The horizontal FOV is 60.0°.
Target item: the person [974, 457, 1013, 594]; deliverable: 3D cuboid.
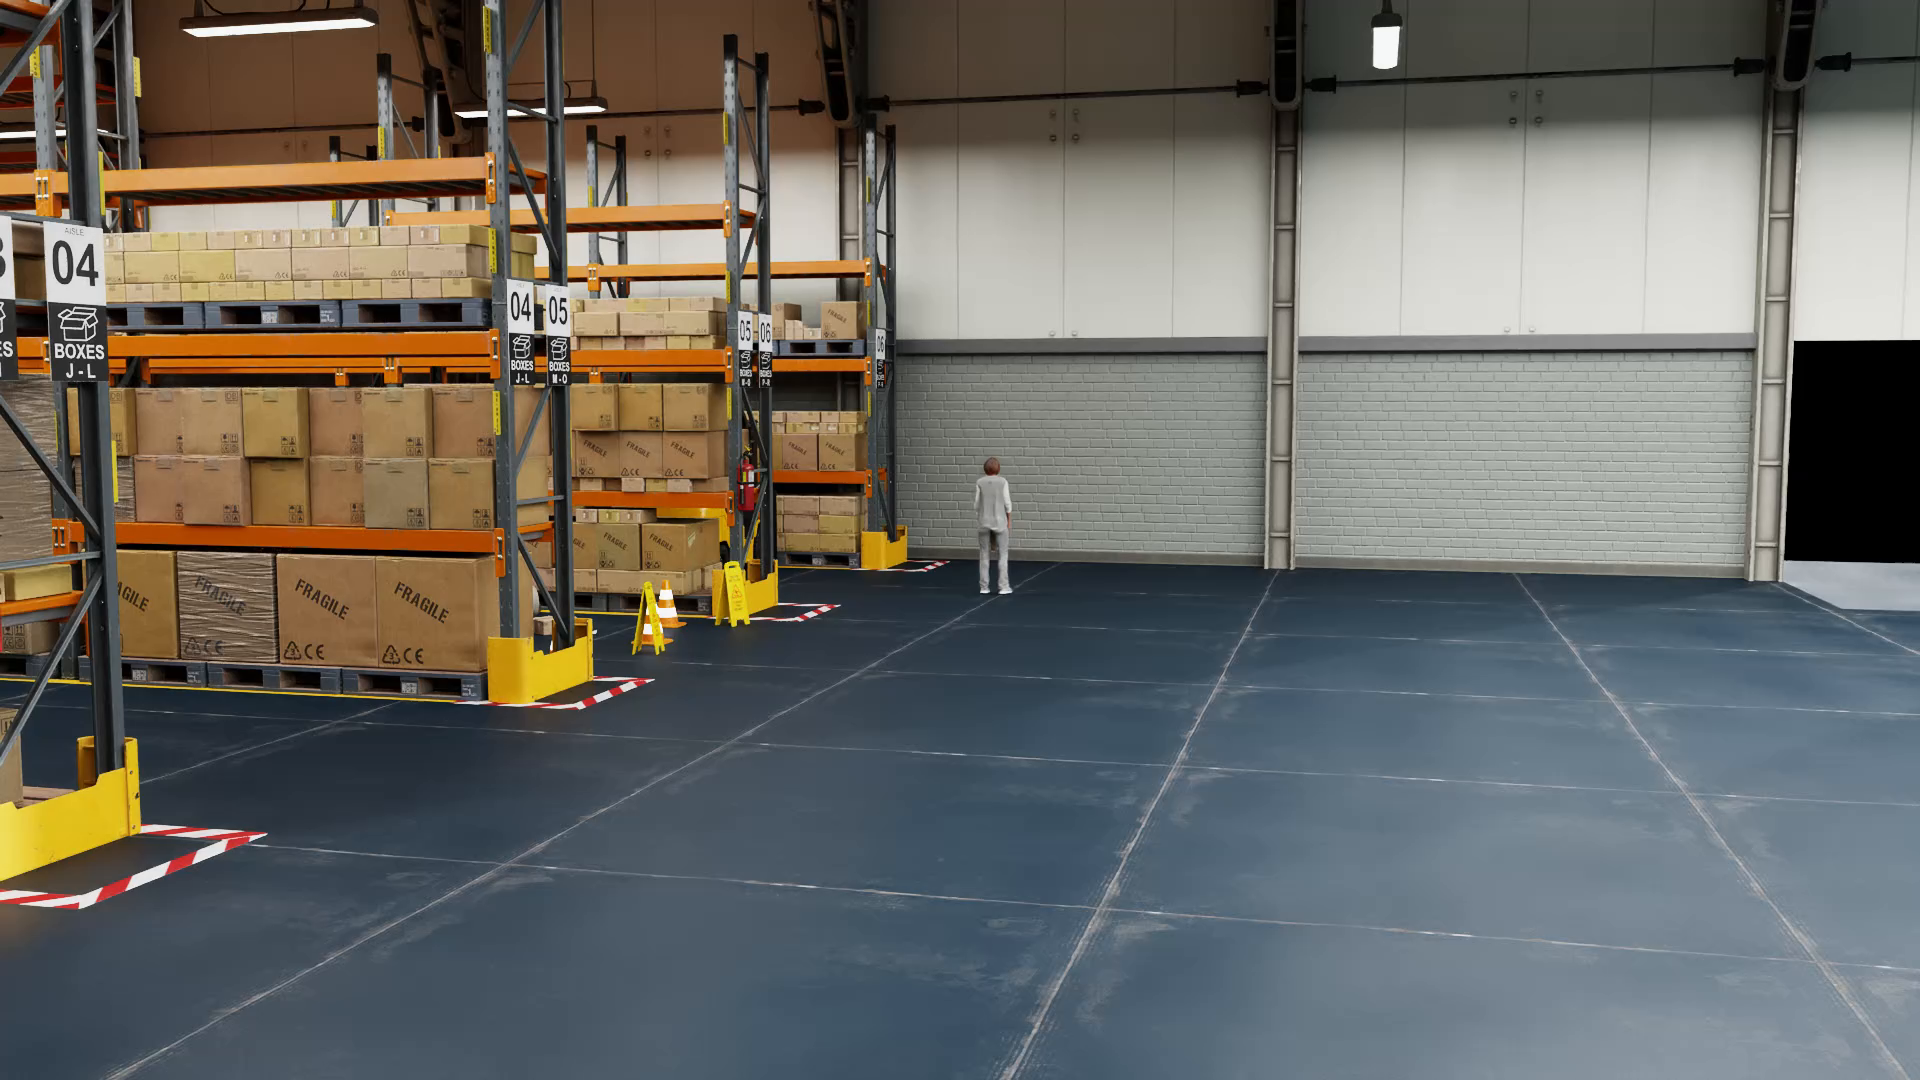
[{"bbox_3d":[0.385,-0.166,19.462,0.447,1.600,0.347,1,5,12],"label":"person"}]
